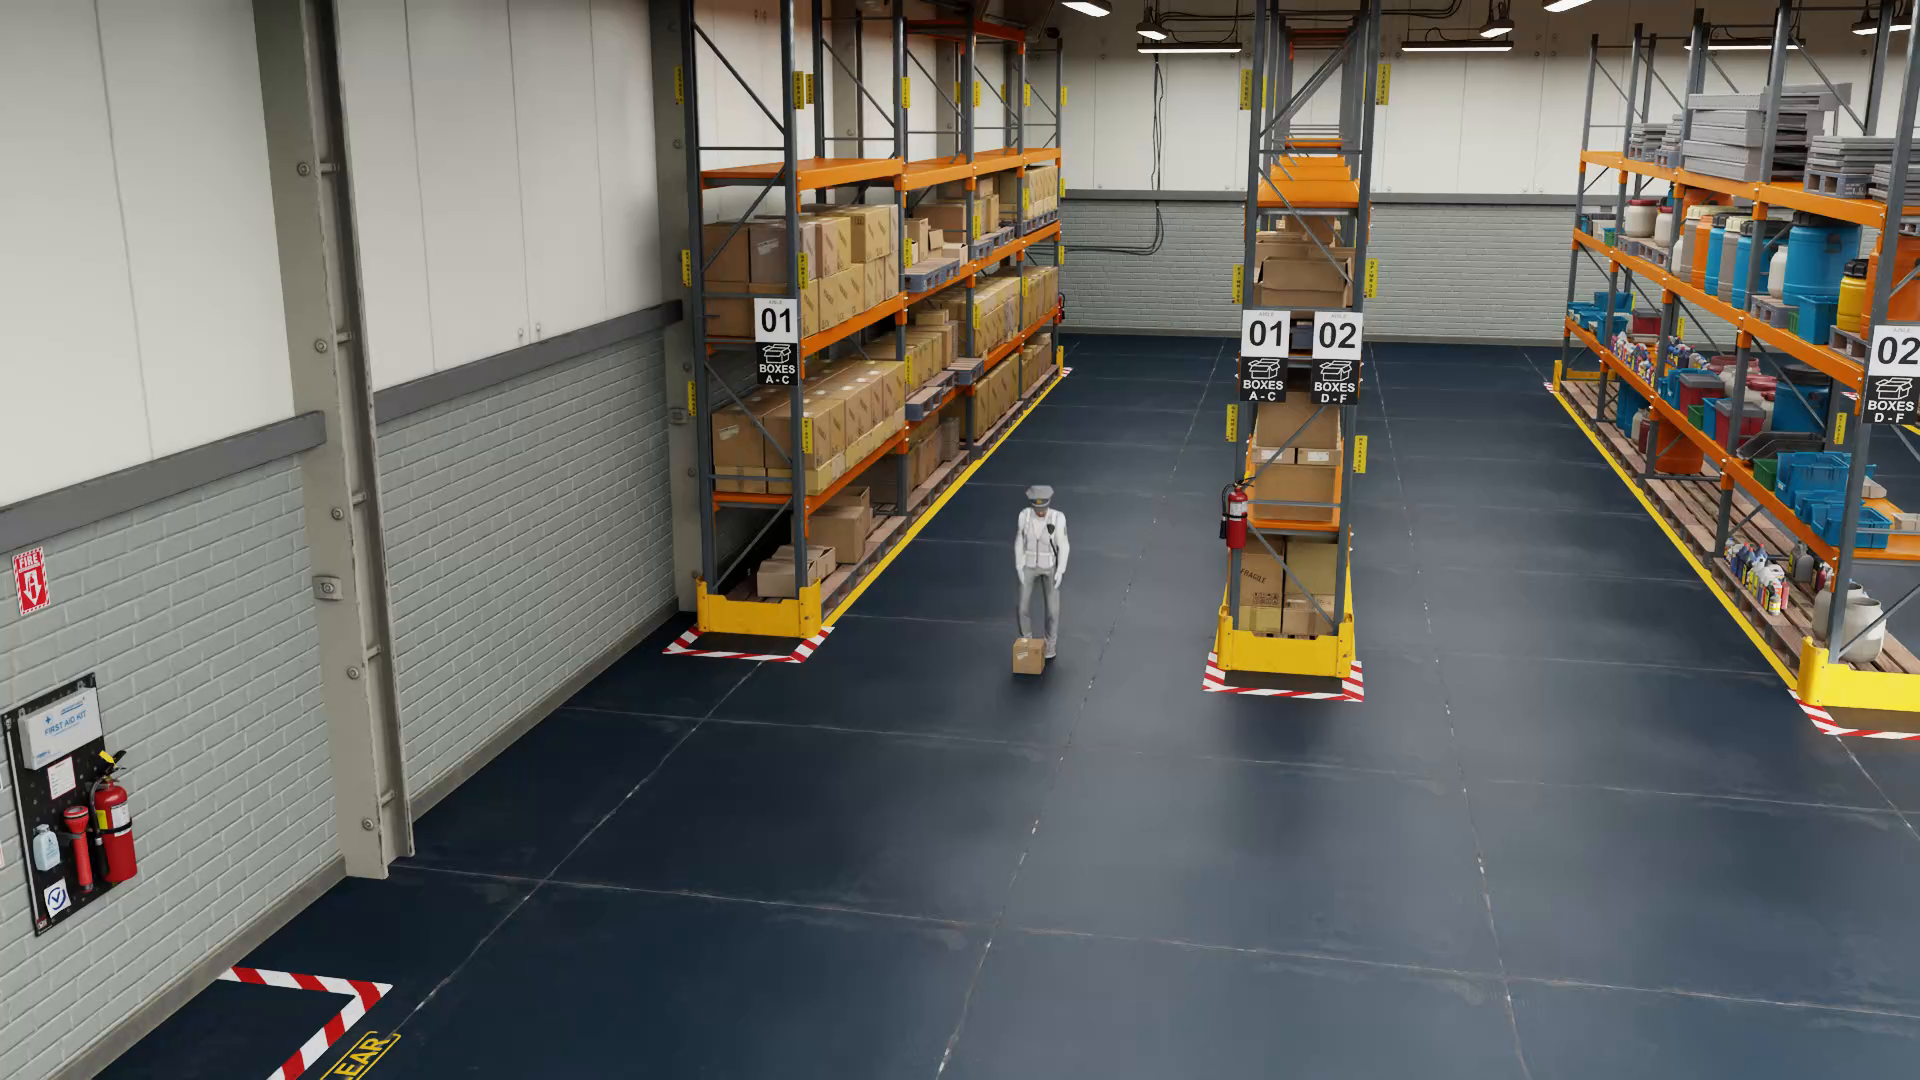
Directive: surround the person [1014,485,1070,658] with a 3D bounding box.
[{"bbox_3d":[0.737,0.279,15.099,0.508,1.604,0.485,3,15,13],"label":"person"}]
